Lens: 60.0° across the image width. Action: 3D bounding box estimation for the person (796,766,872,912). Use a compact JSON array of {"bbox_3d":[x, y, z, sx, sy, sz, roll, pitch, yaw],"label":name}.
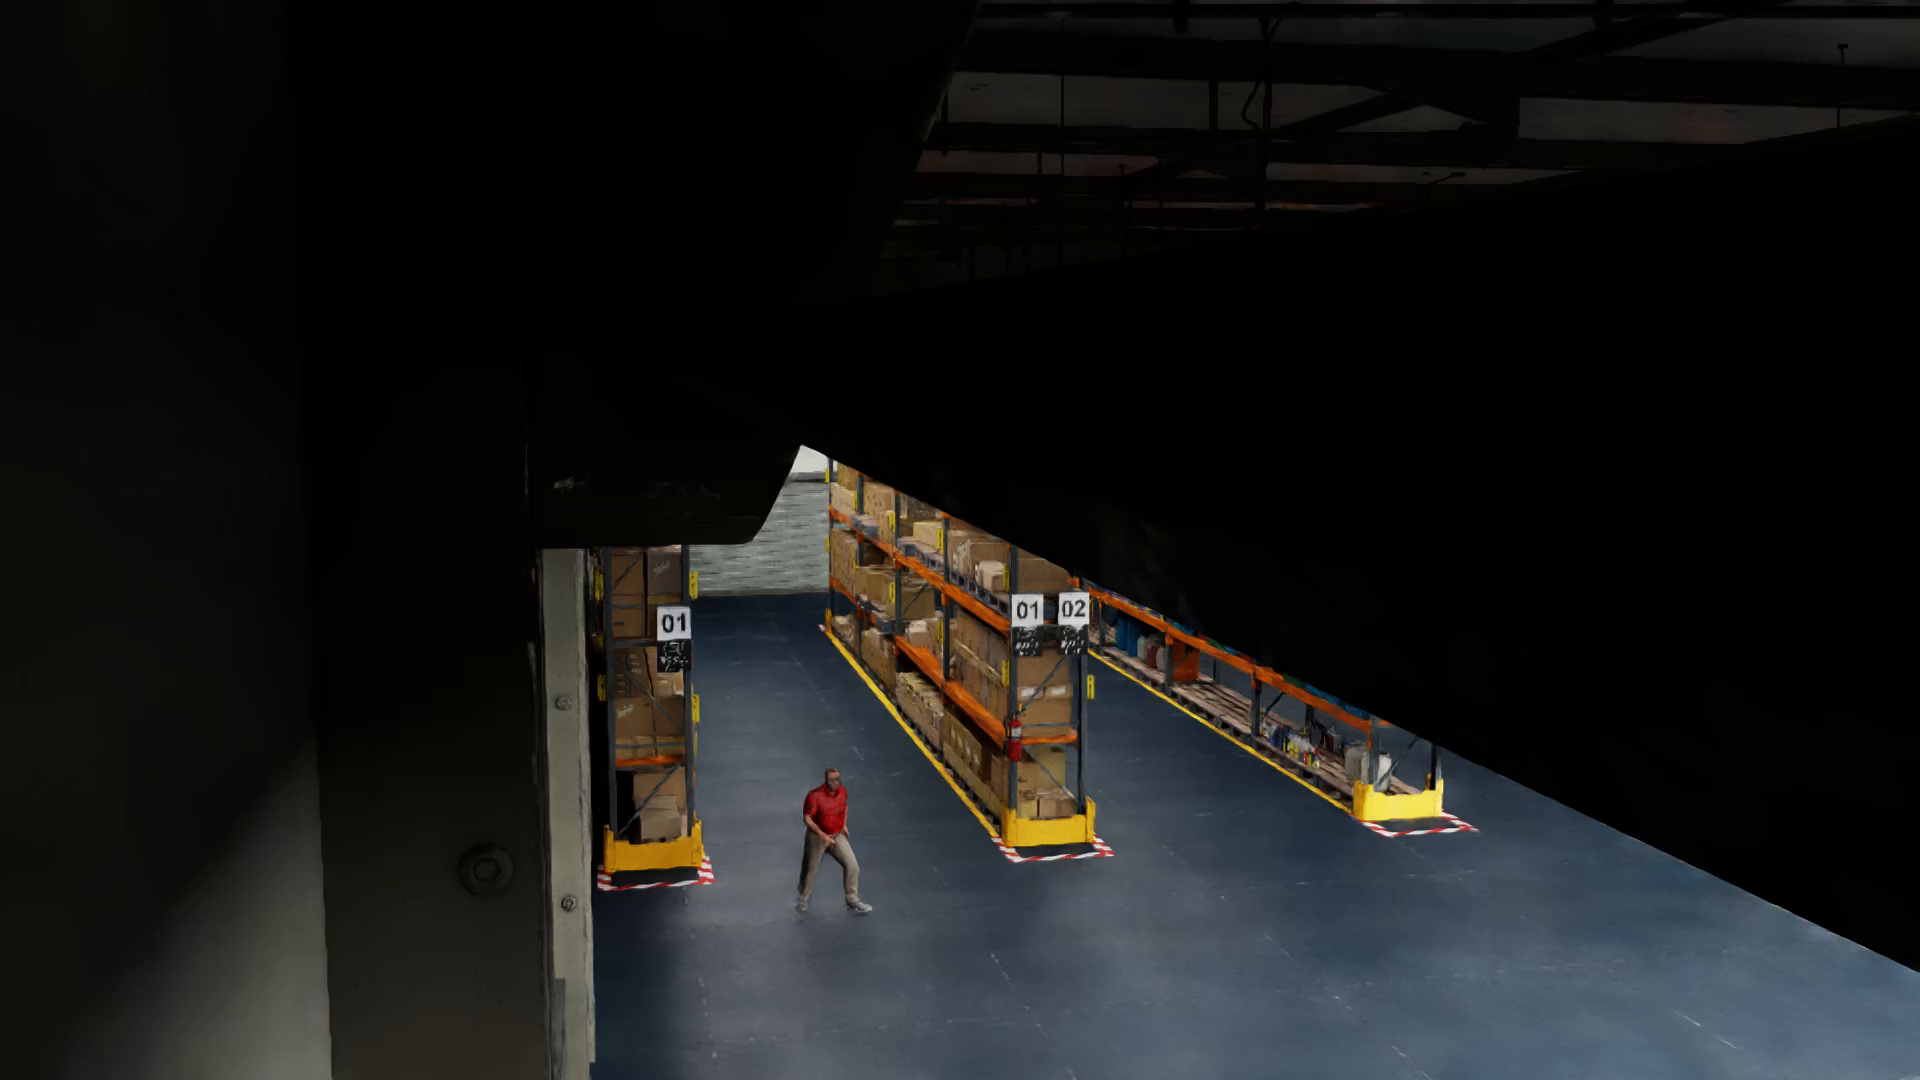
[{"bbox_3d":[-1.464,3.309,18.501,0.702,1.669,0.808,-4,8,-32],"label":"person"}]
